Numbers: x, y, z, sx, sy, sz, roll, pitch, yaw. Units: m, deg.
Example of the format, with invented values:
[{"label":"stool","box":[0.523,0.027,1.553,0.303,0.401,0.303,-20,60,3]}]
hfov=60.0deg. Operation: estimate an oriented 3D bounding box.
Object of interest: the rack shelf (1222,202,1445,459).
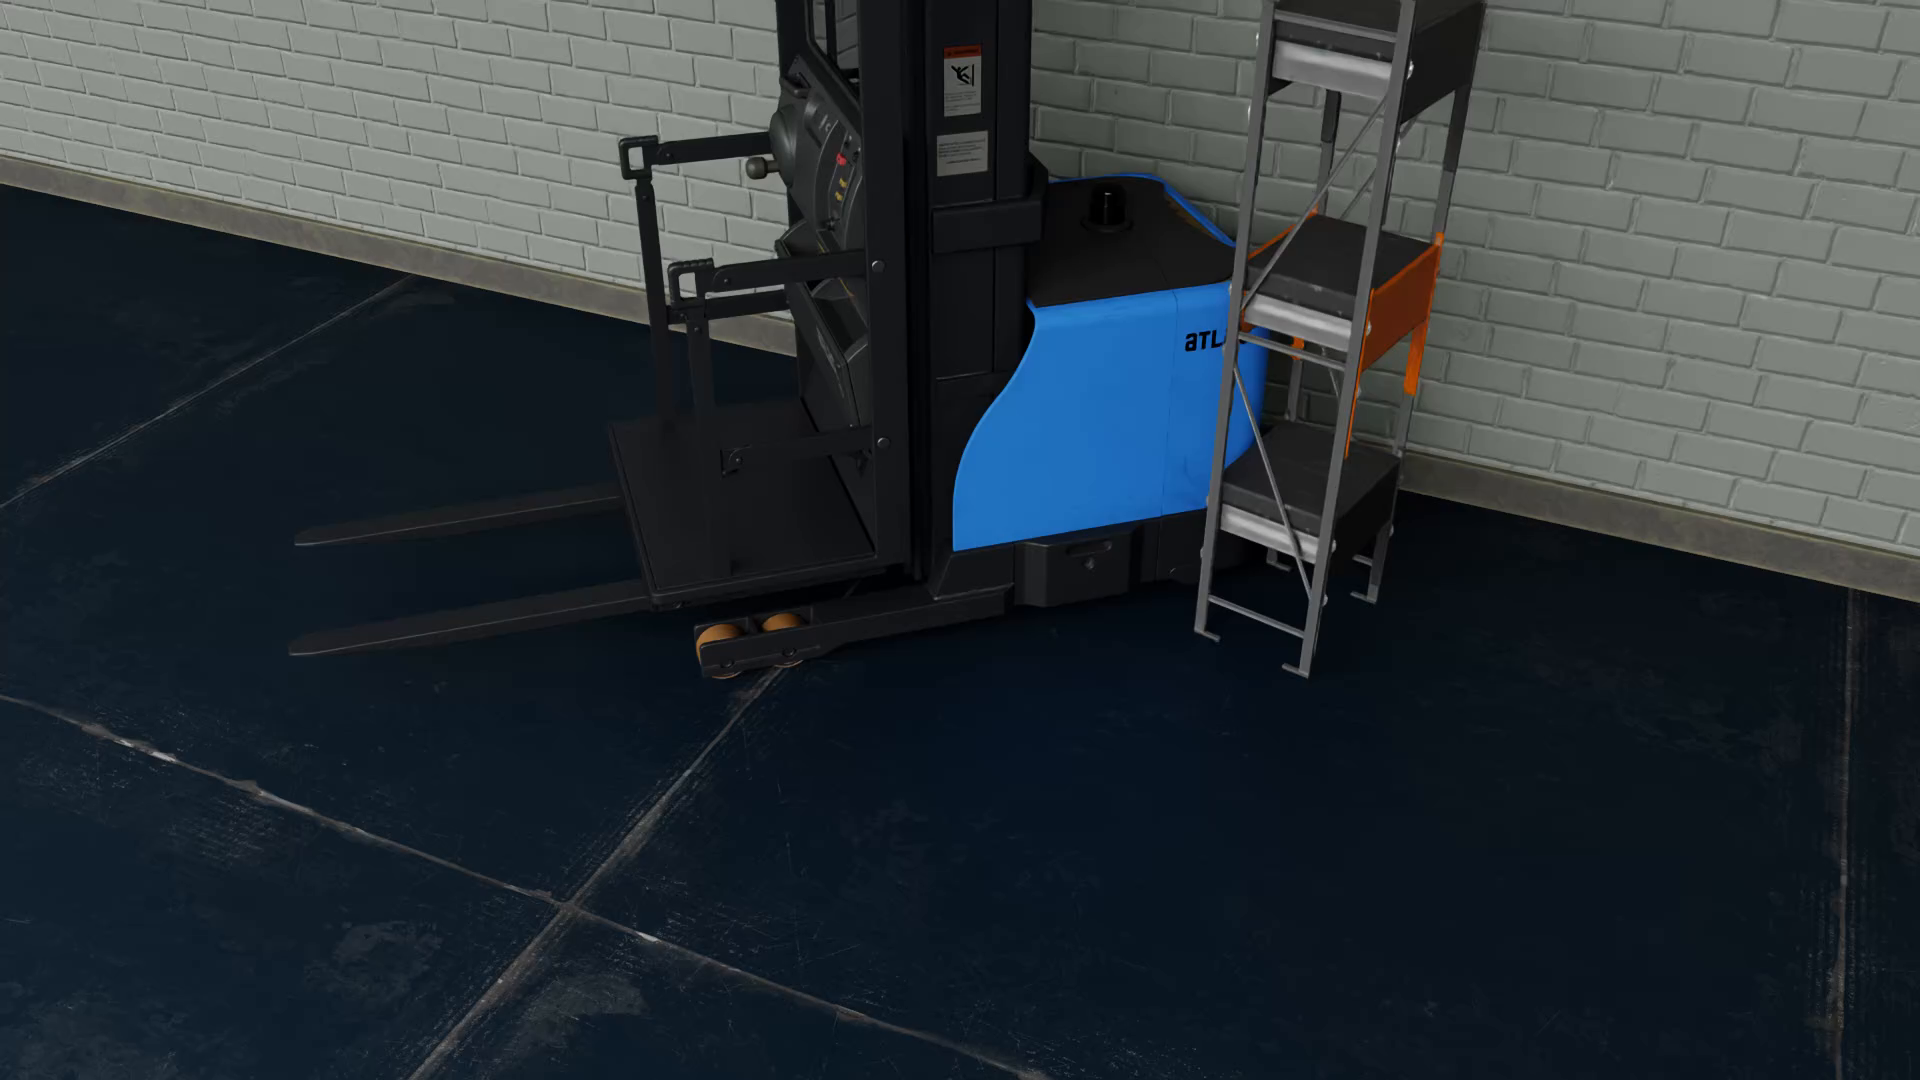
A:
[{"label":"rack shelf","box":[1.065,-0.617,4.795,0.431,0.518,0.480,23,39,29]}]

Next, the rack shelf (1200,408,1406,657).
[{"label":"rack shelf","box":[1.058,-0.033,5.180,0.431,0.518,0.480,23,39,29]}]

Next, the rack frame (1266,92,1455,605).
[{"label":"rack frame","box":[1.210,-0.735,4.952,0.400,2.100,0.015,23,39,29]}]

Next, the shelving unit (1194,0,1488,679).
[{"label":"shelving unit","box":[1.065,-0.628,4.787,0.431,2.100,0.503,23,39,29]}]

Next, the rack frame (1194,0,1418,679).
[{"label":"rack frame","box":[0.921,-0.521,4.622,0.400,2.100,0.015,23,39,29]}]

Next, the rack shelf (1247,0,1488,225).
[{"label":"rack shelf","box":[1.072,-1.201,4.409,0.431,0.518,0.480,23,39,29]}]

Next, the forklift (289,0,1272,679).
[{"label":"forklift","box":[-0.602,-1.124,4.791,3.031,2.935,1.130,-10,34,-14]}]
